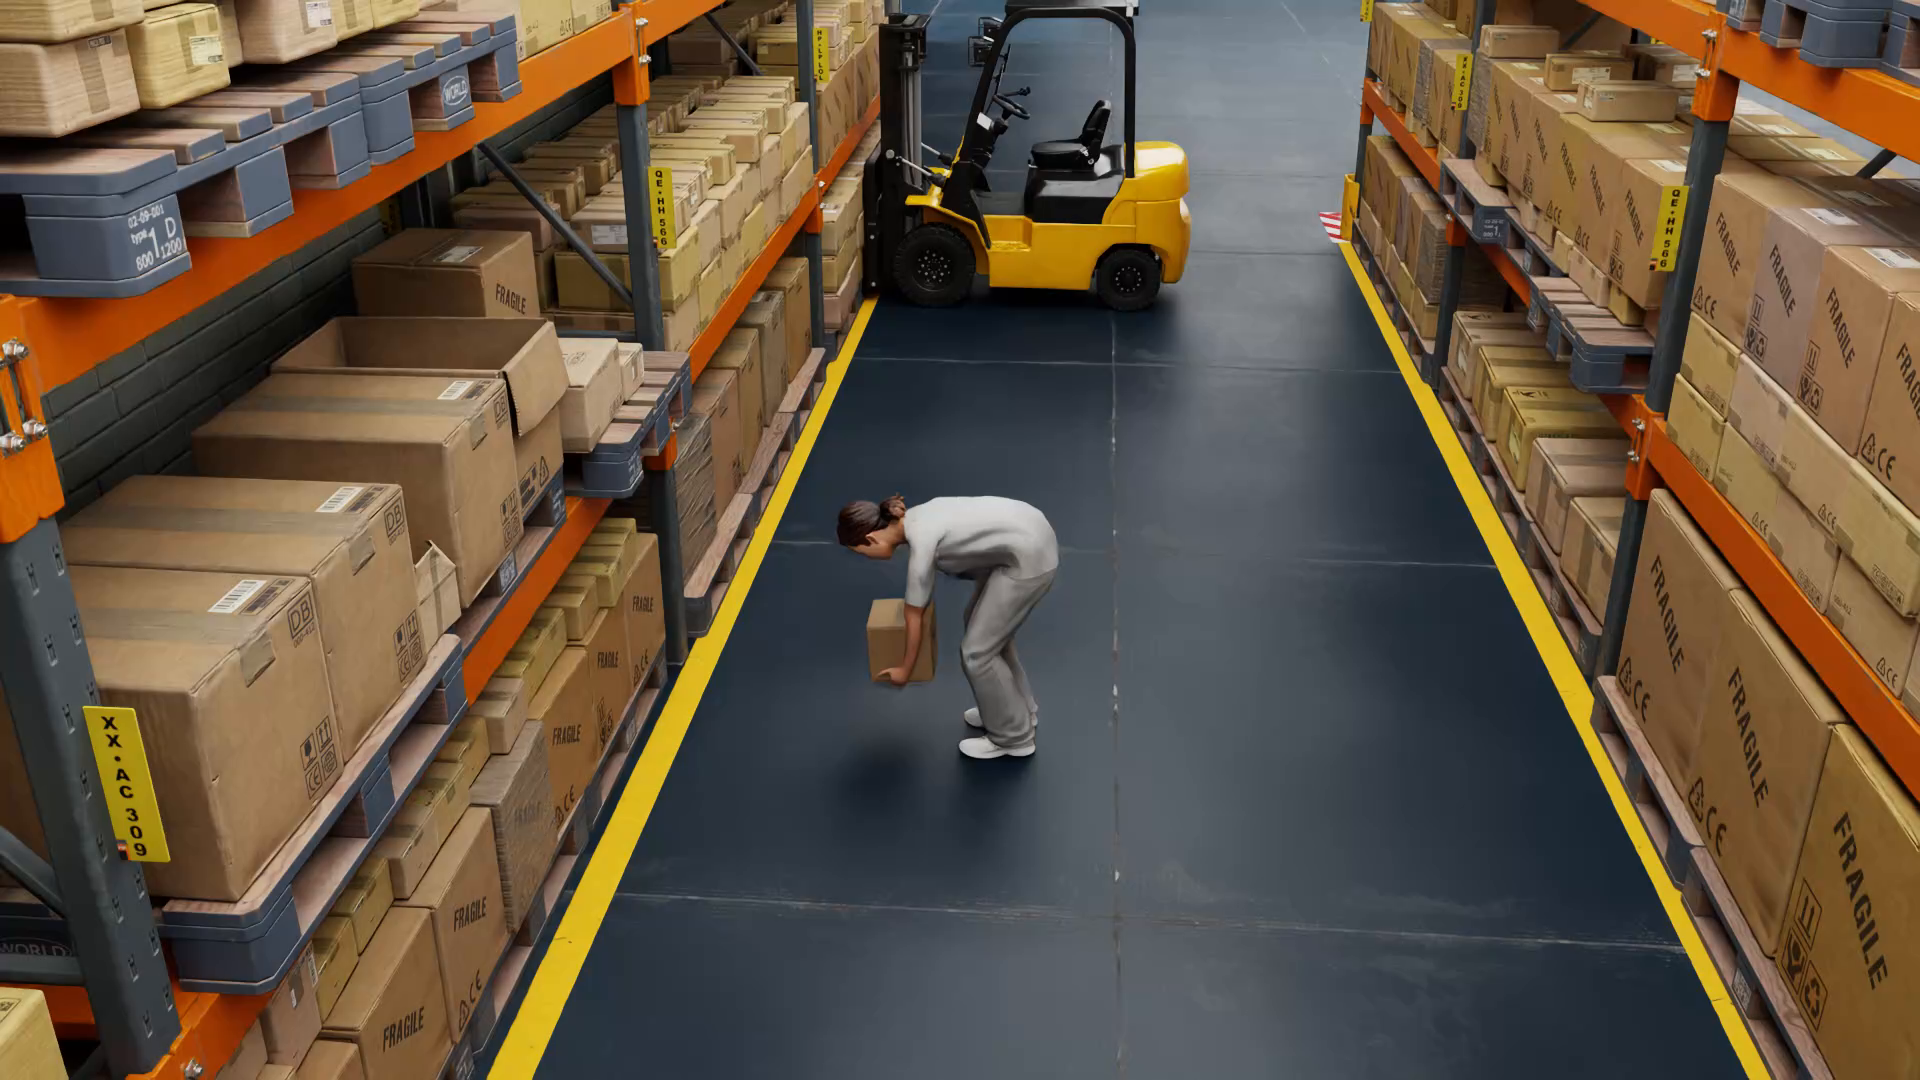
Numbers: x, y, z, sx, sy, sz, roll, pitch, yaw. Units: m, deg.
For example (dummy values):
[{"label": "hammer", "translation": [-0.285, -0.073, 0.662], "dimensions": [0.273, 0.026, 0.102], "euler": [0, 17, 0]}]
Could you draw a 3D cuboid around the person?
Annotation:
[{"label": "person", "translation": [-0.050, 0.325, 6.623], "dimensions": [0.870, 1.074, 0.431], "euler": [1, 25, 2]}]
